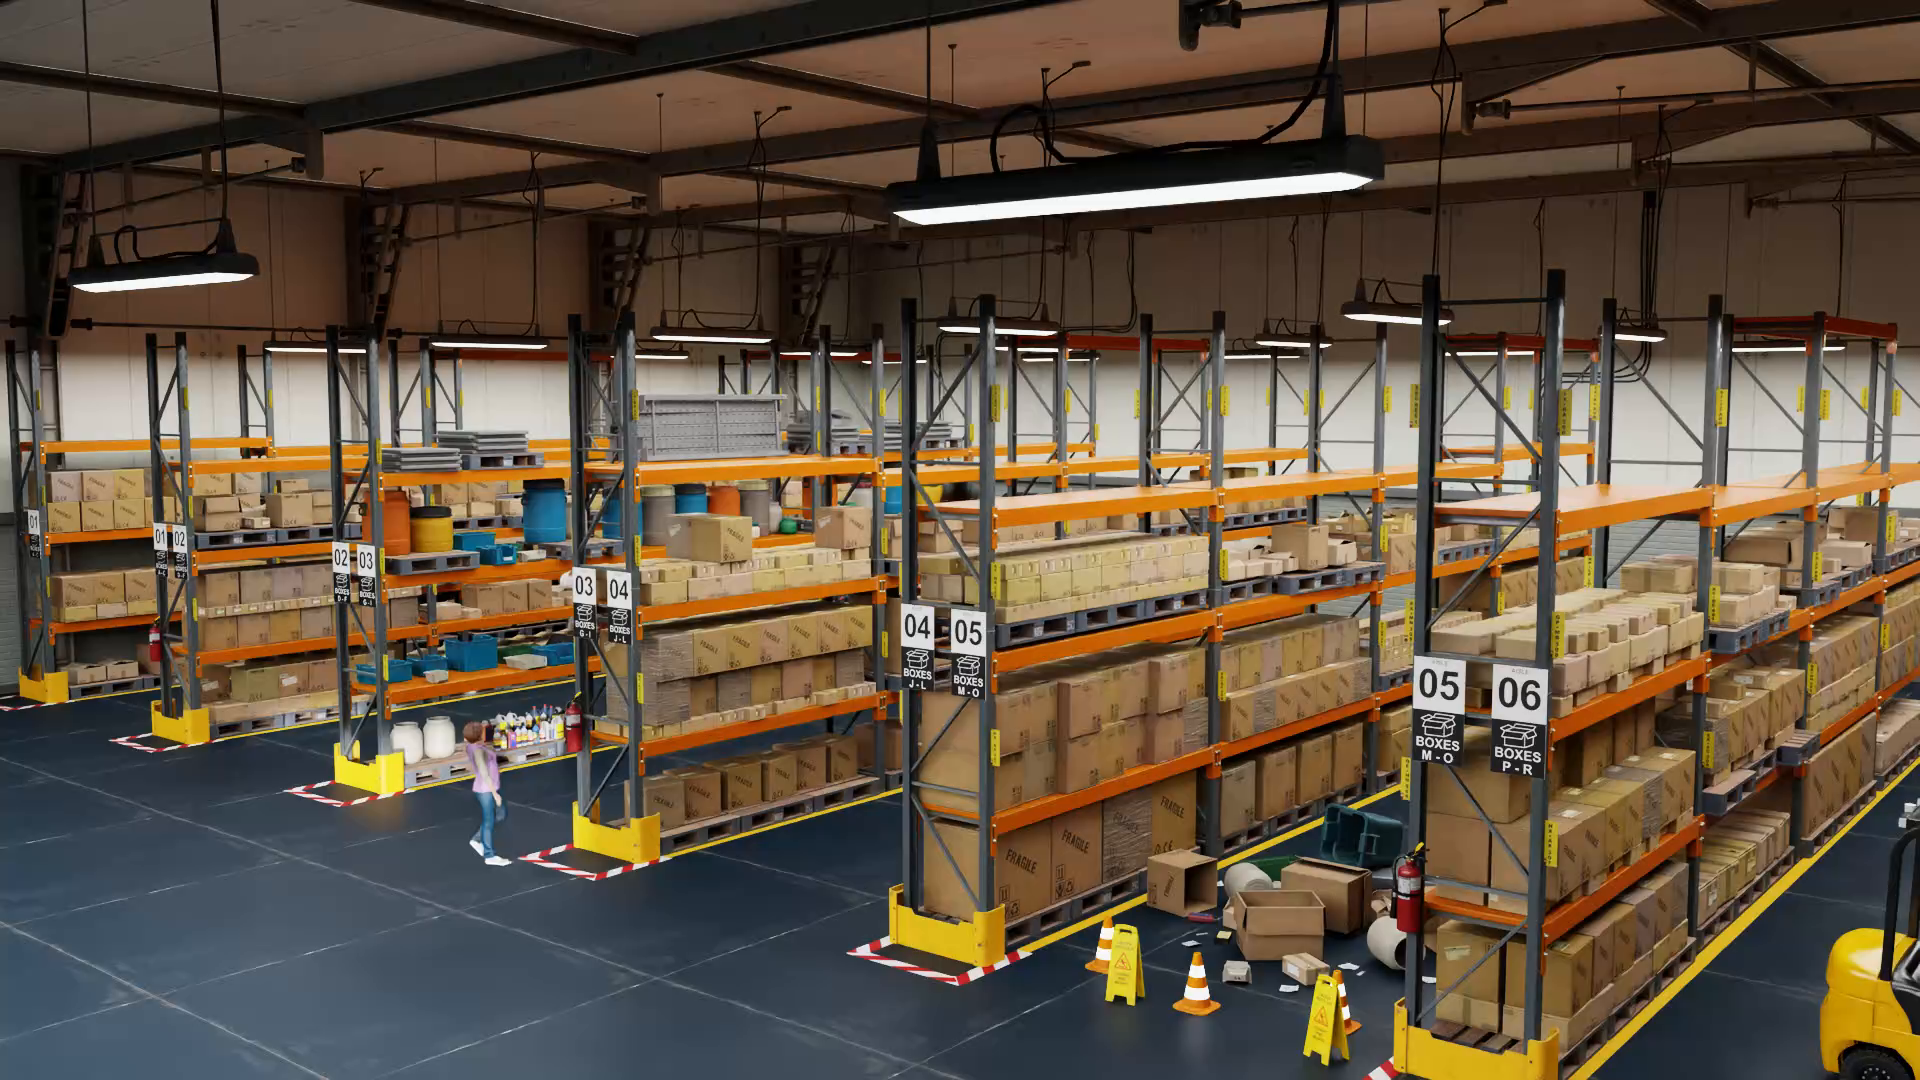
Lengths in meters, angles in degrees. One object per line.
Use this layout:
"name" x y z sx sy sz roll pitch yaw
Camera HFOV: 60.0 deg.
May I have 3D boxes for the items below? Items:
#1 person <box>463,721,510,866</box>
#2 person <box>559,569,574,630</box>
"person" -5.158 2.749 18.175 0.470 1.584 0.499 -1 5 -6
"person" -7.952 1.242 34.054 0.486 1.724 1.028 3 6 32
